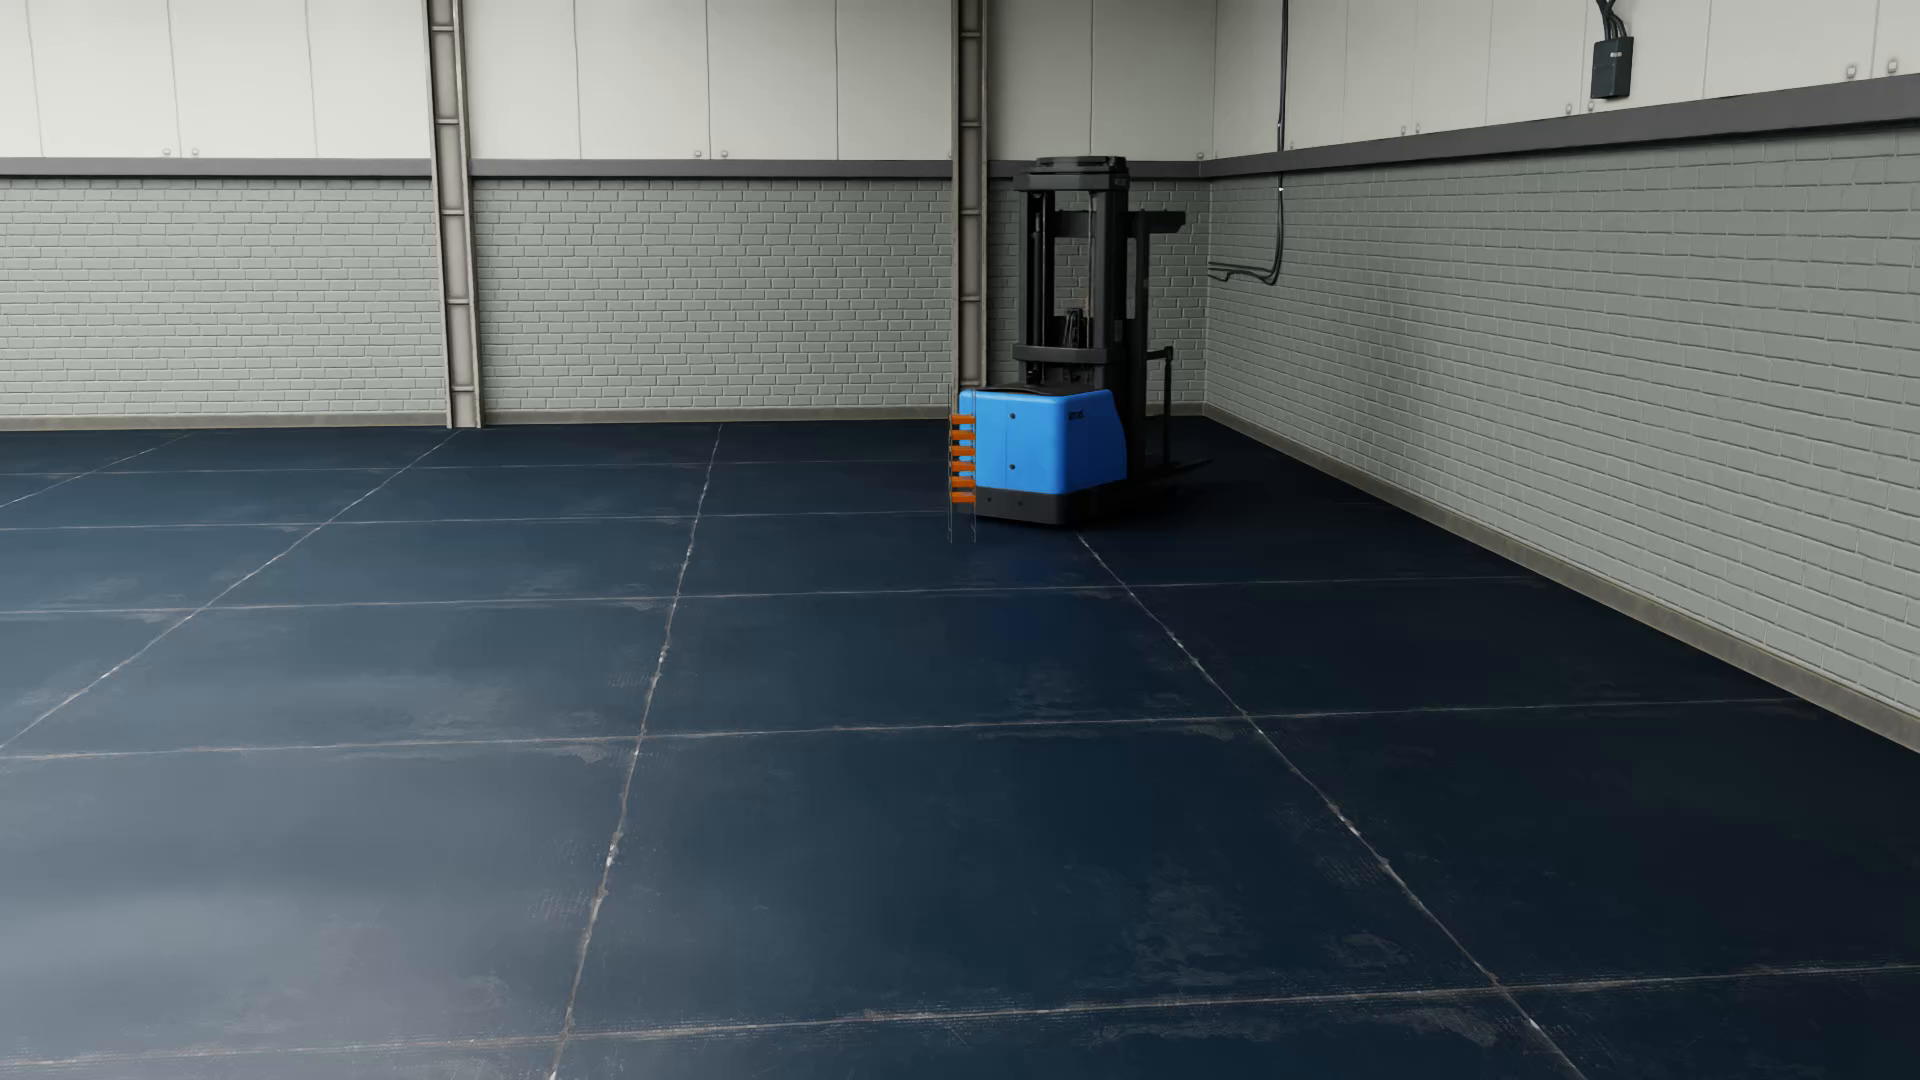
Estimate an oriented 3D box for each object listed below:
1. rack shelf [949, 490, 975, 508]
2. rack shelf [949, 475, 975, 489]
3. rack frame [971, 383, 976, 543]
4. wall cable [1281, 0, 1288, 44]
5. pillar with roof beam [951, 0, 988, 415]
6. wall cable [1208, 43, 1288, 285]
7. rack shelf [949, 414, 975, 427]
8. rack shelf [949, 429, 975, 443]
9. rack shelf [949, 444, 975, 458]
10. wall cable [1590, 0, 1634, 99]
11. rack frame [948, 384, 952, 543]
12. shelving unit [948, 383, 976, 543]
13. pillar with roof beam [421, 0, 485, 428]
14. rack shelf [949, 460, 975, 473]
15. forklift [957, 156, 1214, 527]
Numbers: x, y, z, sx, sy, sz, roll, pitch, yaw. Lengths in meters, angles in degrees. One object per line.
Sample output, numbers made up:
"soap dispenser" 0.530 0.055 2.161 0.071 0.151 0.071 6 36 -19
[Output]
"rack shelf" 0.014 -0.310 12.809 0.180 0.103 0.258 -1 11 -6
"rack shelf" 0.014 -0.428 12.786 0.180 0.103 0.258 -1 11 -6
"rack frame" 0.105 -0.591 12.764 0.006 1.200 0.240 -1 11 -6
"wall cable" 3.472 -6.134 15.698 0.112 2.526 3.097 -1 11 -6
"pillar with roof beam" 0.573 -5.065 15.303 0.400 9.000 9.100 -1 11 -6
"wall cable" 3.180 -4.175 18.824 0.112 2.526 3.097 -1 11 -6
"rack shelf" 0.014 -0.899 12.693 0.180 0.103 0.258 -1 11 -6
"rack shelf" 0.014 -0.781 12.716 0.180 0.103 0.258 -1 11 -6
"rack shelf" 0.014 -0.663 12.739 0.180 0.103 0.258 -1 11 -6
"wall cable" 4.189 -5.546 8.934 0.169 6.003 2.305 -1 11 -6
"rack frame" -0.077 -0.587 12.744 0.006 1.200 0.240 -1 11 -6
"shelving unit" 0.014 -0.589 12.754 0.189 1.200 0.258 -1 11 -6
"pillar with roof beam" -5.392 -4.940 14.667 0.400 9.000 9.100 -1 11 -6
"rack shelf" 0.014 -0.545 12.762 0.180 0.103 0.258 -1 11 -6
"forklift" 1.234 -1.777 14.309 1.130 2.935 3.031 8 14 34
